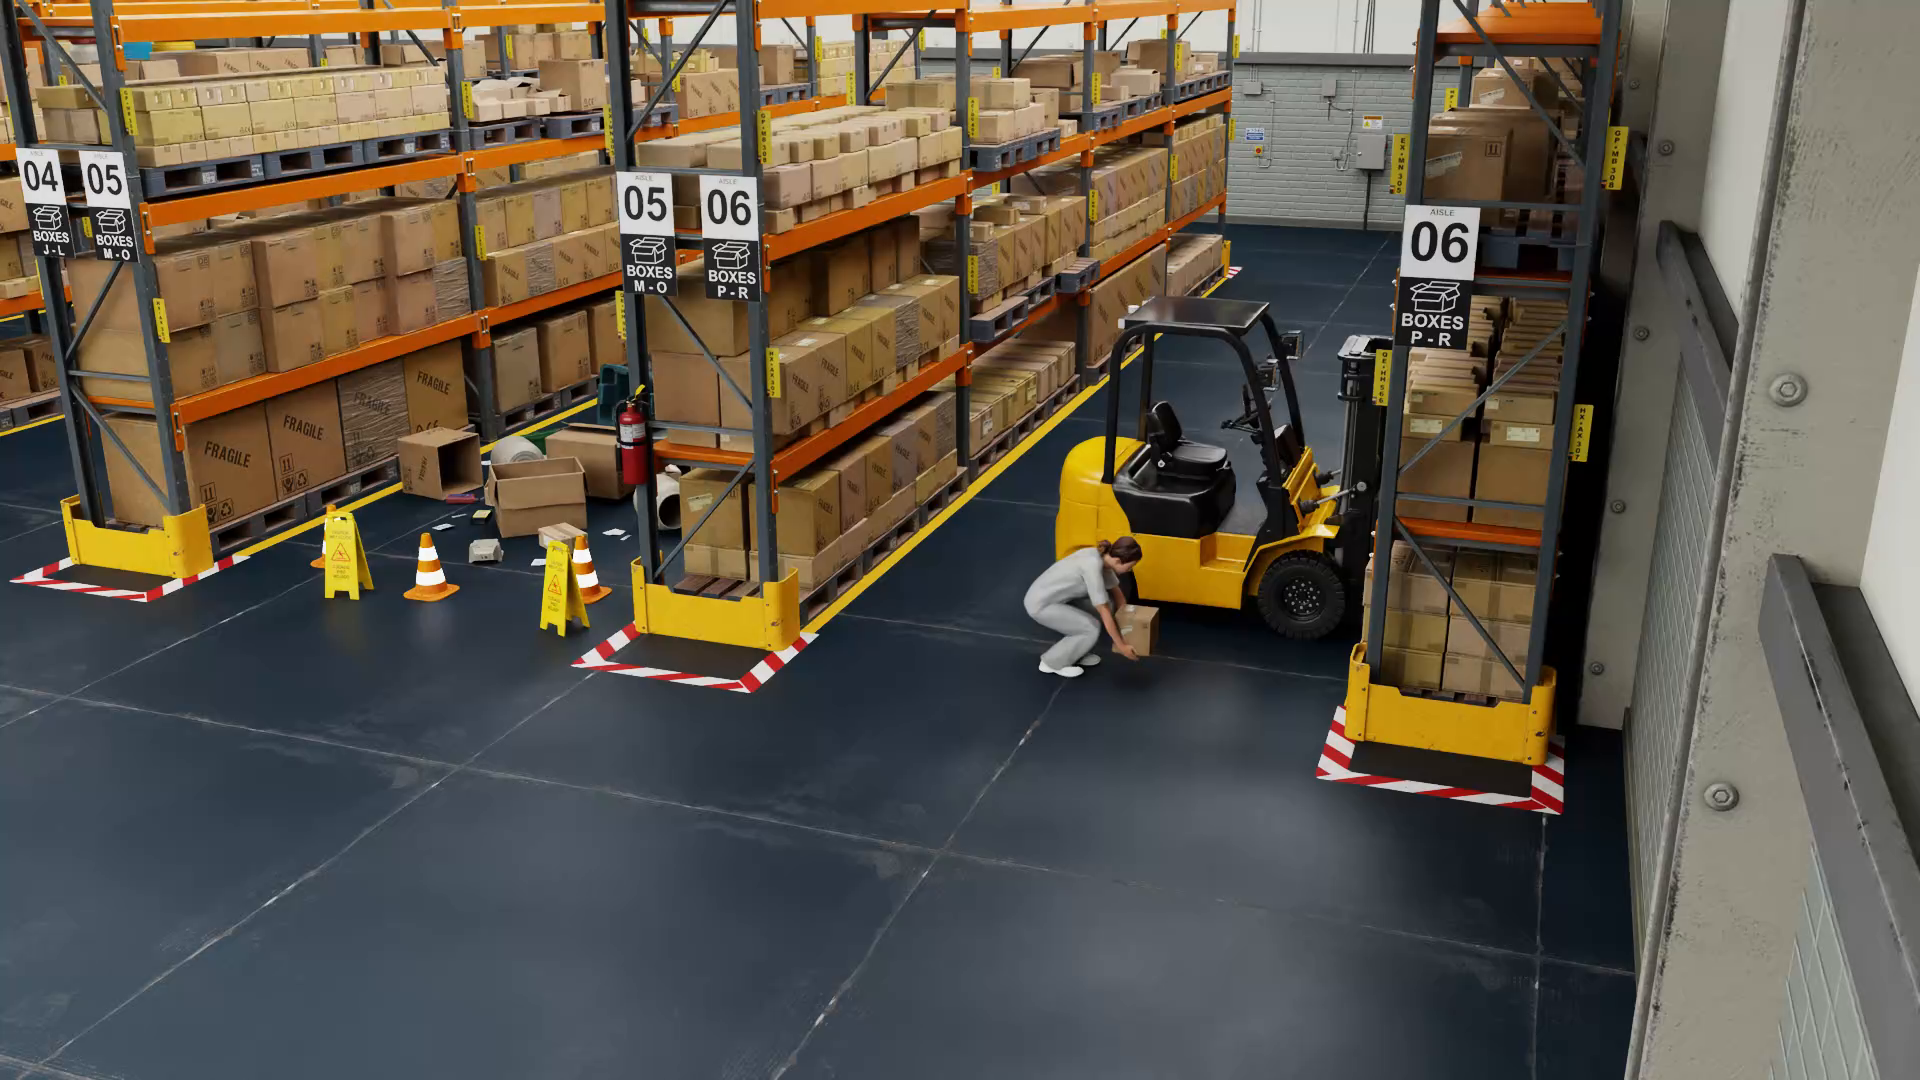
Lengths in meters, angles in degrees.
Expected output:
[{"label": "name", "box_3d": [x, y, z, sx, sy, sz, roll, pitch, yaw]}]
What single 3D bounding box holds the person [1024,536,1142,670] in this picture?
[{"label": "person", "box_3d": [0.833, 0.398, 10.985, 0.803, 0.915, 0.485, 6, 20, 18]}]
